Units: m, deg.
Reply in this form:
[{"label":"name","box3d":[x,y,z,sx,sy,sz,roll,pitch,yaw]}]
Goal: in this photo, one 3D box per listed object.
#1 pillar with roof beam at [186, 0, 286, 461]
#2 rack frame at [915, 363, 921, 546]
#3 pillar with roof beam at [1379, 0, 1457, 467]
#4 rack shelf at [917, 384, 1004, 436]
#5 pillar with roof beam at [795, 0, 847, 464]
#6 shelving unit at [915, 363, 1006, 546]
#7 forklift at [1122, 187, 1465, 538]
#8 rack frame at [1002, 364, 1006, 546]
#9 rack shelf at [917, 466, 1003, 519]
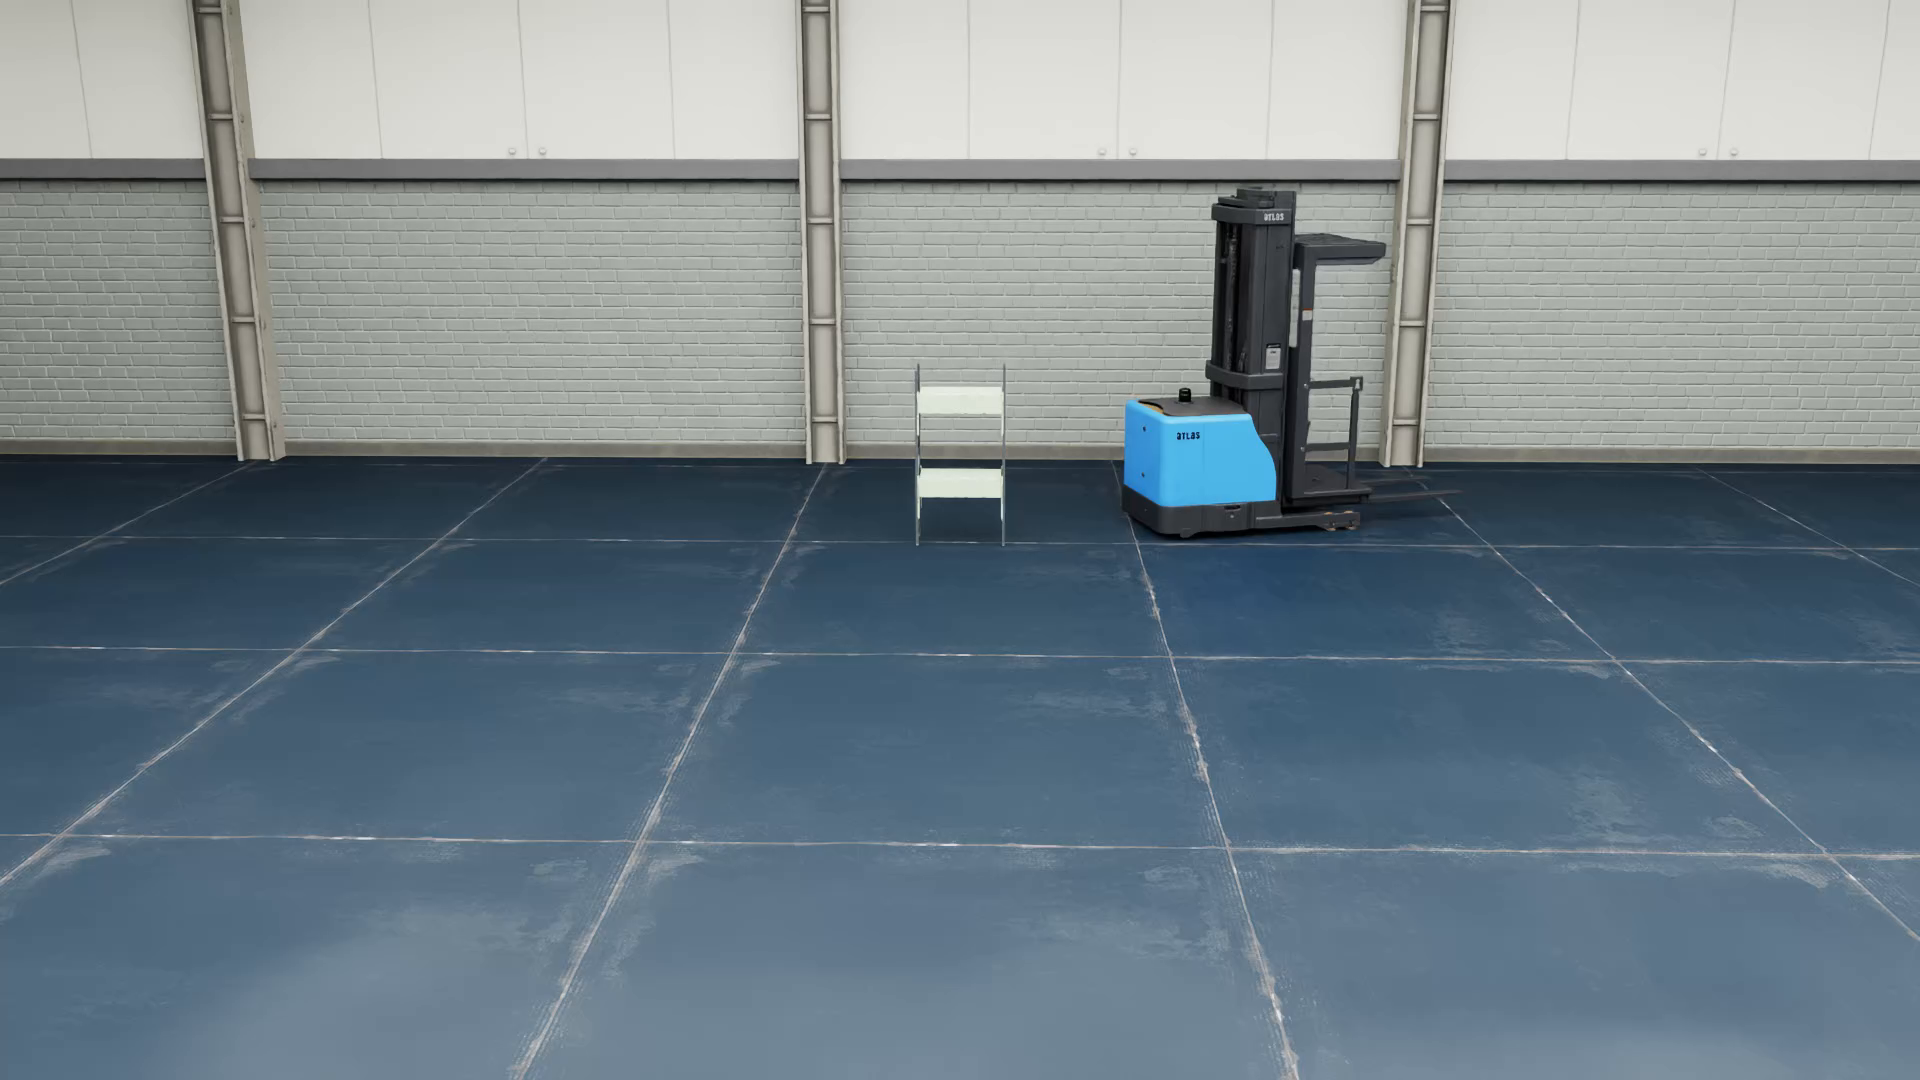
[{"label":"pillar with roof beam","box3d":[-7.512,-4.126,12.340,0.400,9.000,9.100,0,15,1]},{"label":"rack frame","box3d":[-0.359,-0.728,14.158,0.023,1.500,0.400,0,15,1]},{"label":"pillar with roof beam","box3d":[4.484,-4.048,12.043,0.400,9.000,9.100,0,15,1]},{"label":"rack shelf","box3d":[0.007,-1.102,14.049,0.720,0.370,0.431,0,15,1]},{"label":"pillar with roof beam","box3d":[-1.514,-4.087,12.192,0.400,9.000,9.100,0,15,1]},{"label":"shelving unit","box3d":[0.007,-0.725,14.149,0.755,1.500,0.431,0,15,1]},{"label":"forklift","box3d":[3.045,-1.620,14.736,3.031,2.935,1.130,-4,15,-14]},{"label":"rack frame","box3d":[0.373,-0.723,14.139,0.023,1.500,0.400,0,15,1]},{"label":"rack shelf","box3d":[0.007,-0.410,14.232,0.720,0.370,0.431,0,15,1]}]
